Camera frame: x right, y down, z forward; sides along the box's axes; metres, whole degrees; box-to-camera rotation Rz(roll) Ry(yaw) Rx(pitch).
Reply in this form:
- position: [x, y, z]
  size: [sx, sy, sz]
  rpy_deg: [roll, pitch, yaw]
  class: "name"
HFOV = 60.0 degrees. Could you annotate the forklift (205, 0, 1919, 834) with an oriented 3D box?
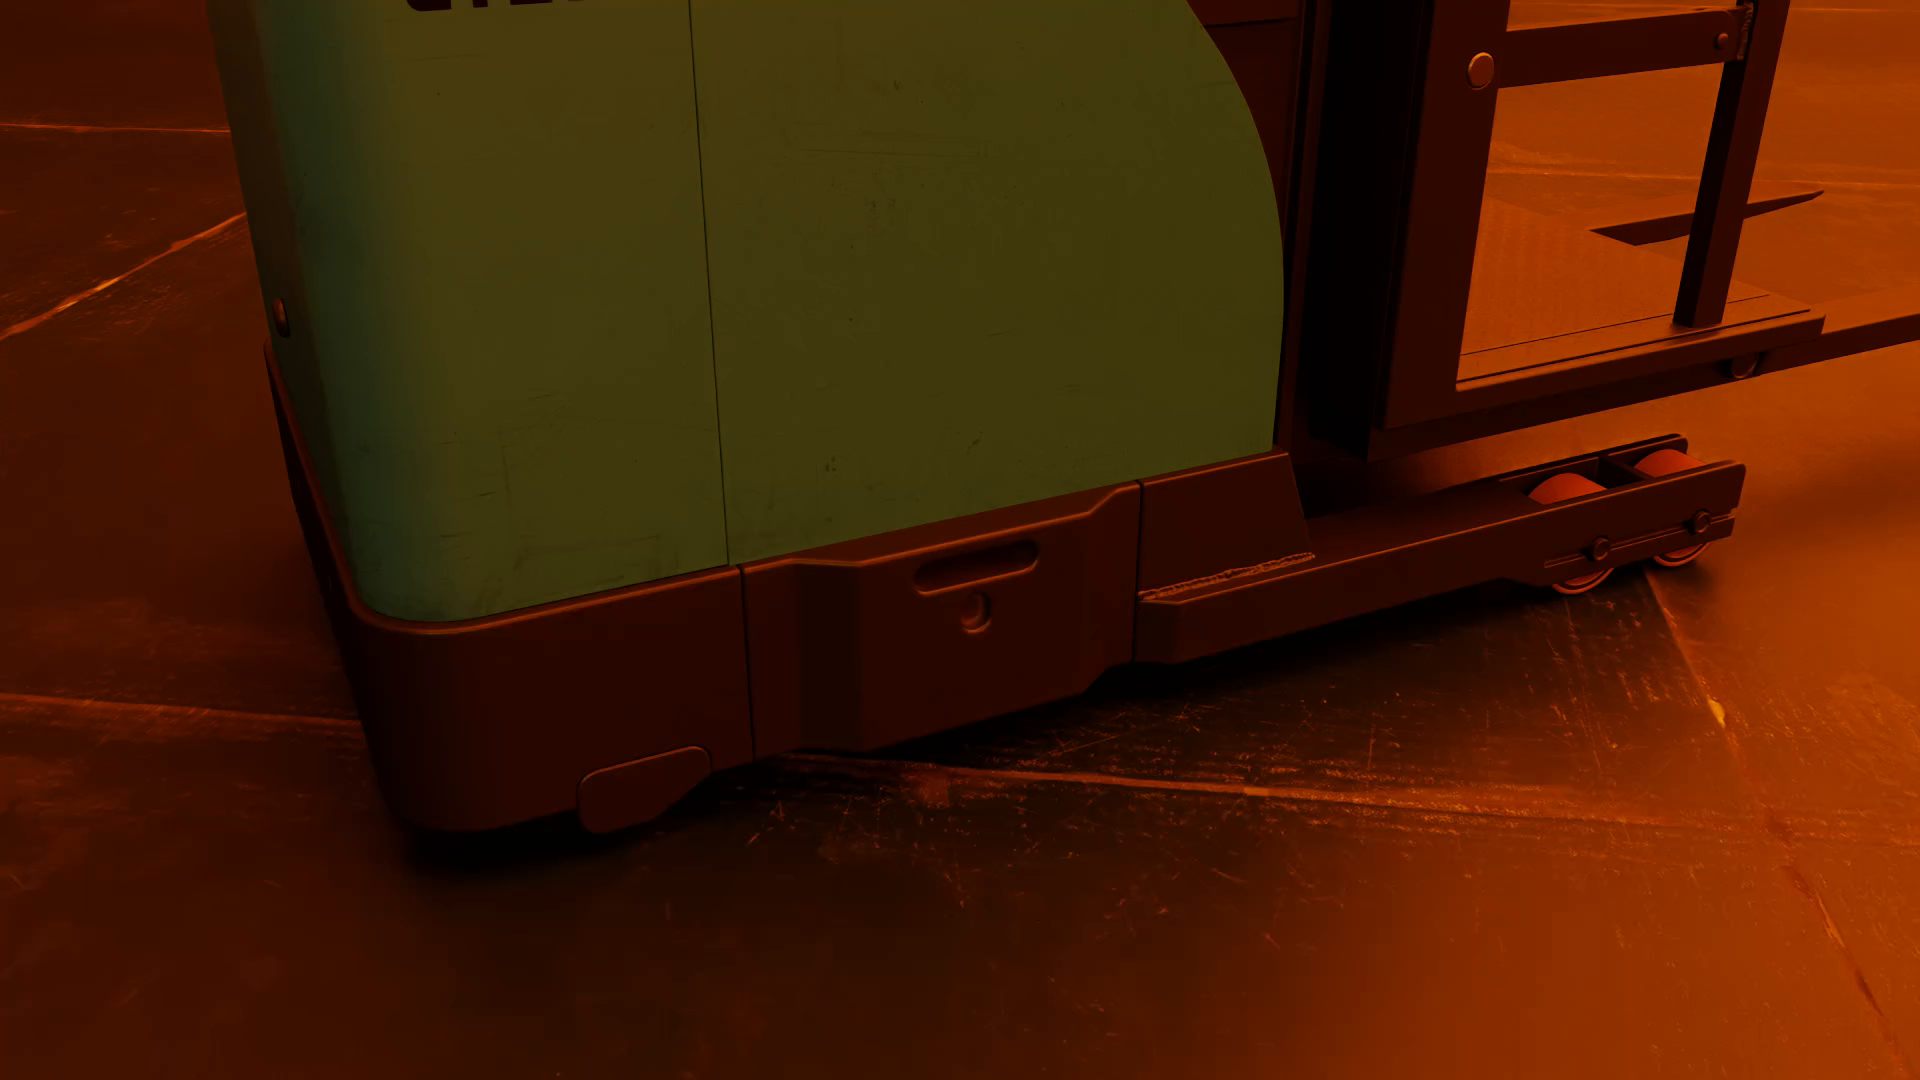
- position: [0.561, -1.434, 2.091]
  size: [3.031, 2.935, 1.130]
  rpy_deg: [-12, 29, -23]
  class: "forklift"
